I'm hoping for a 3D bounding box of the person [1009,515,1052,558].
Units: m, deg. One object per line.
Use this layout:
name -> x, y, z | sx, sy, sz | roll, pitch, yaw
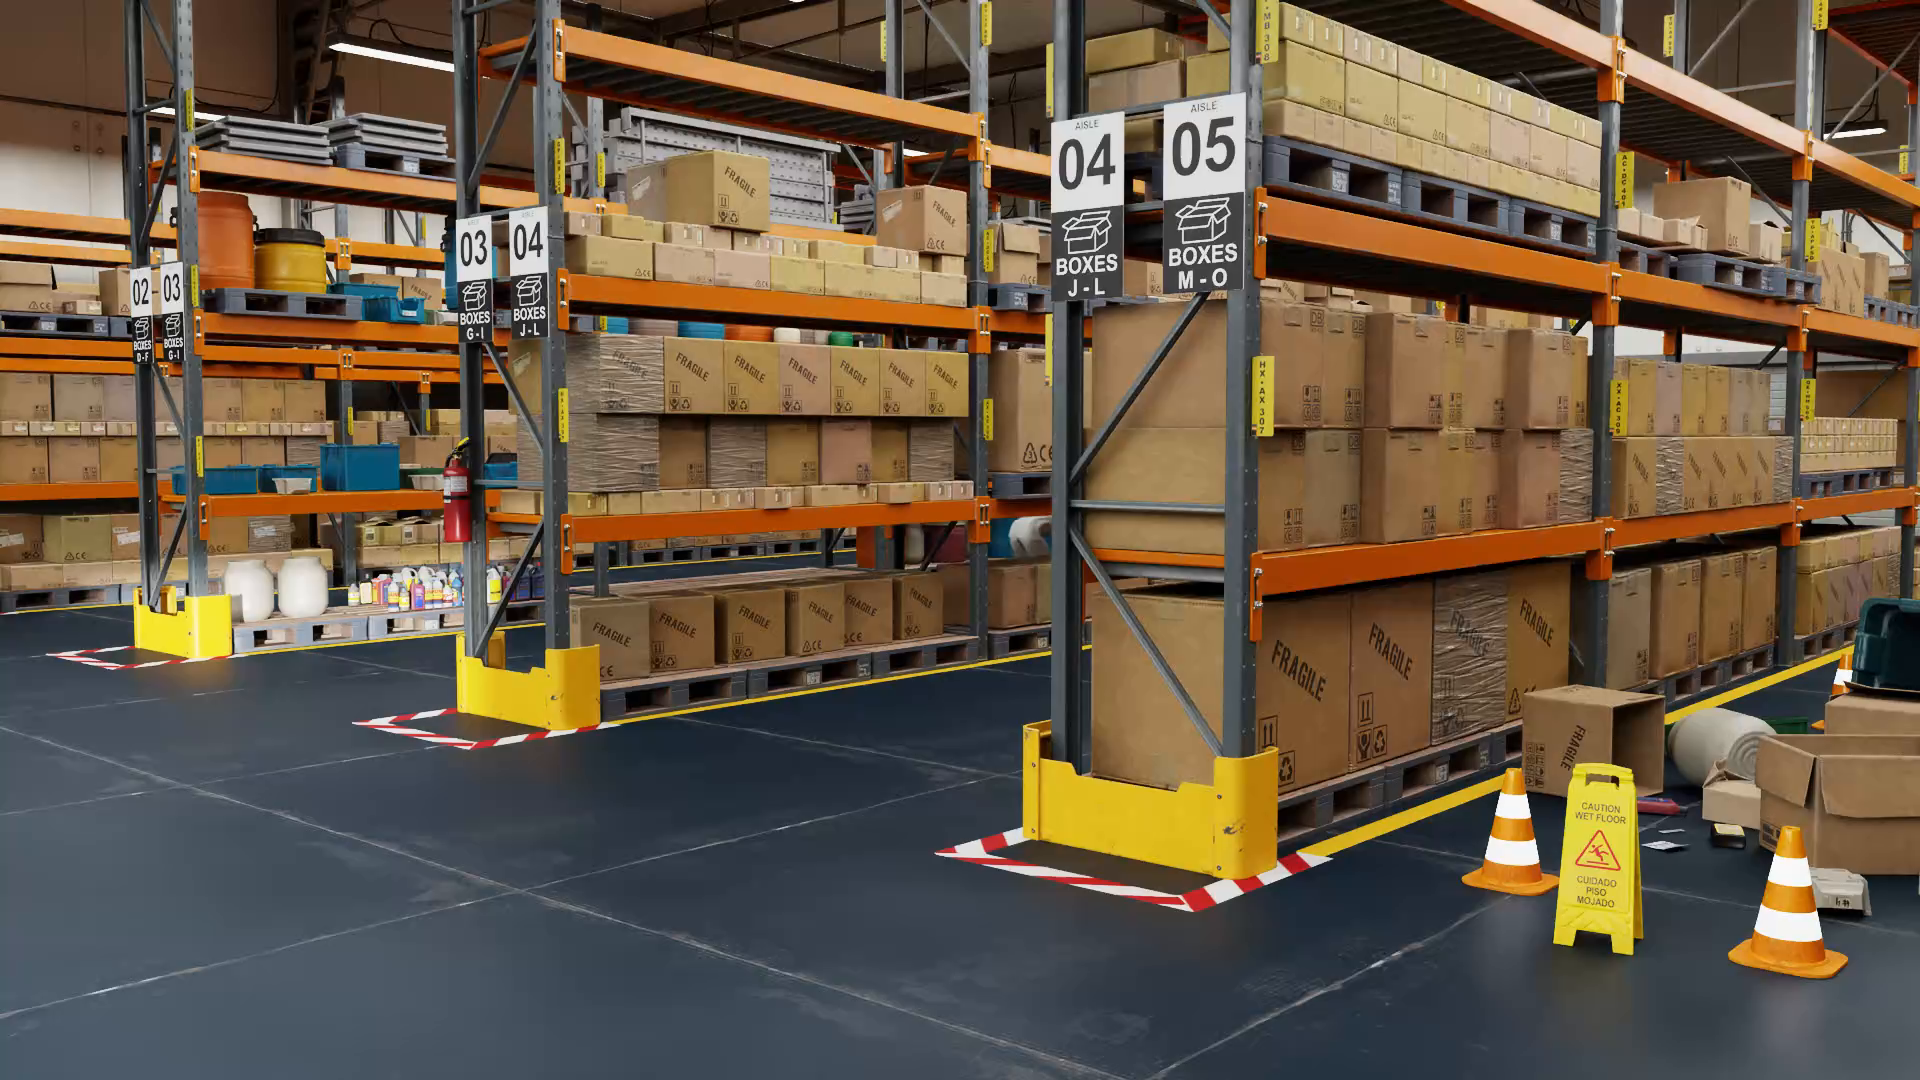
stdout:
person -> 0.837, 0.186, 16.774 | 0.435, 1.138, 0.852 | 3, 5, 39
